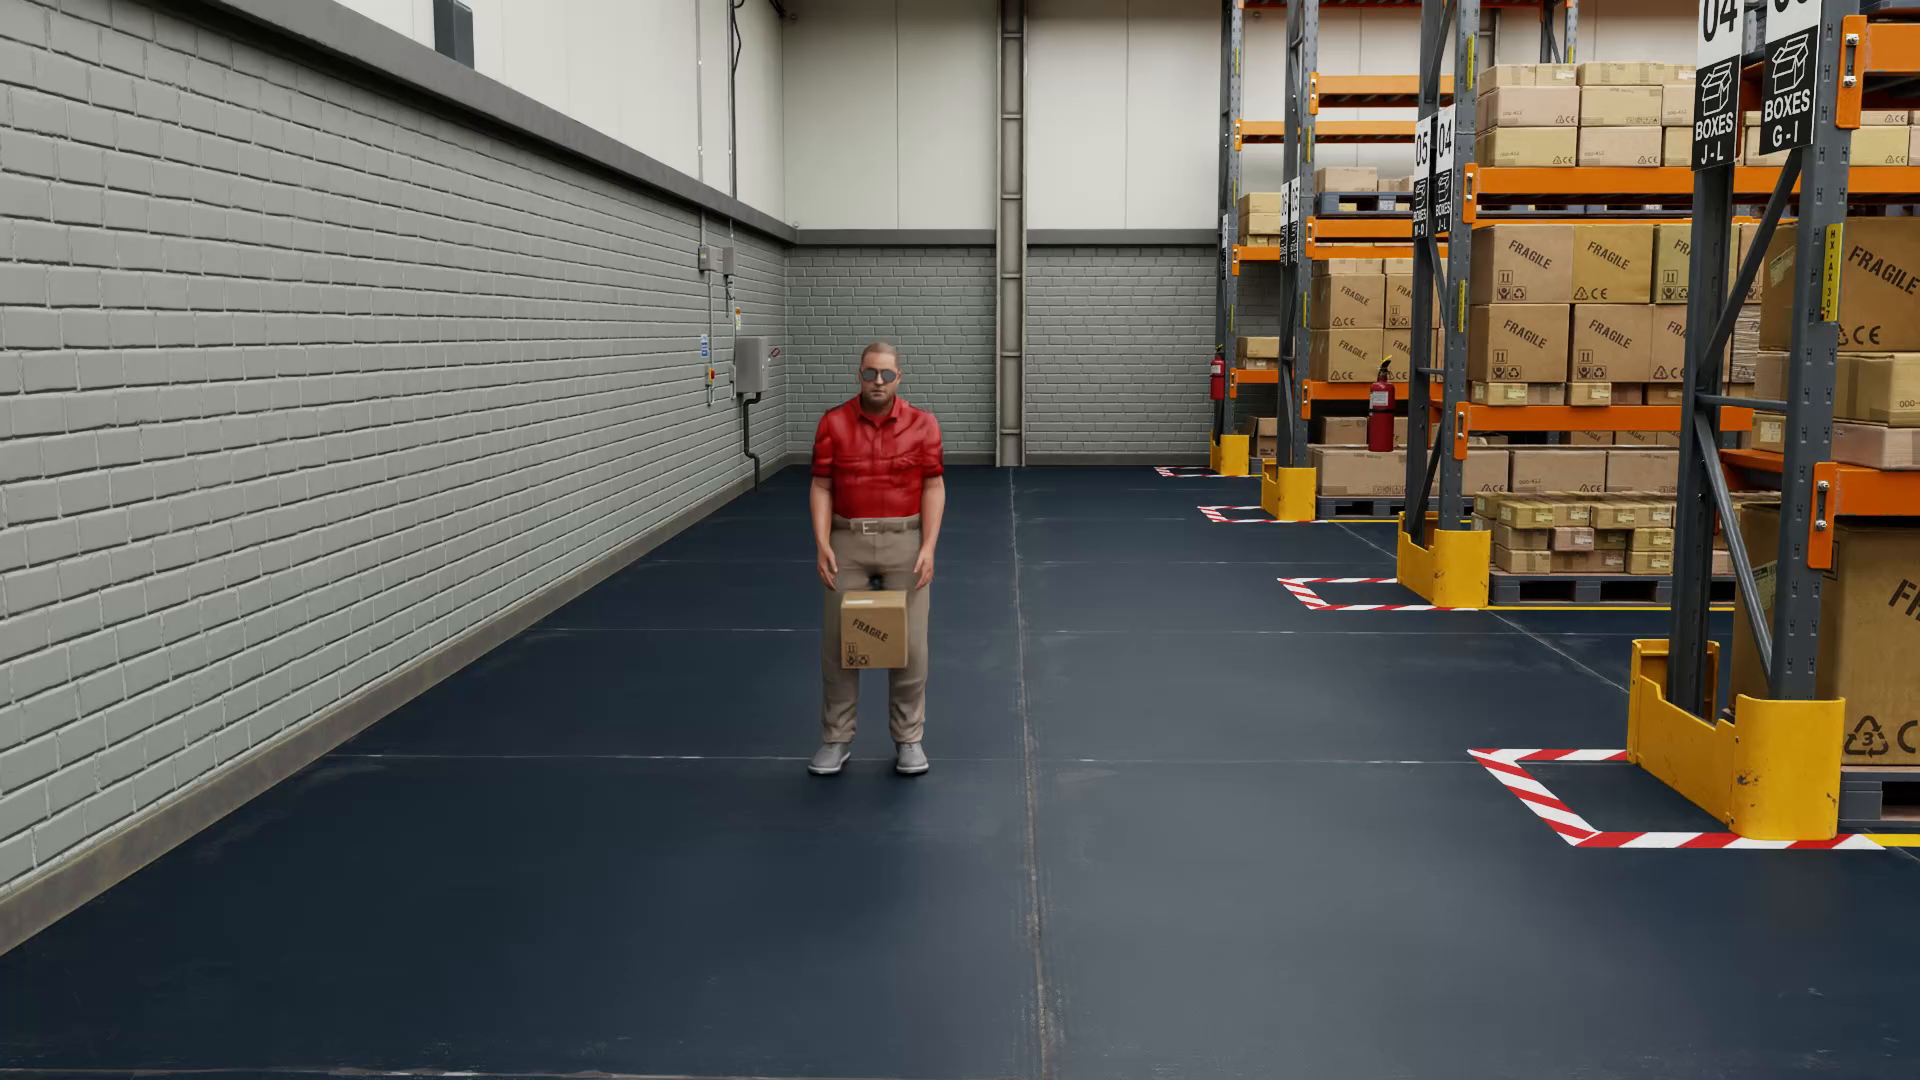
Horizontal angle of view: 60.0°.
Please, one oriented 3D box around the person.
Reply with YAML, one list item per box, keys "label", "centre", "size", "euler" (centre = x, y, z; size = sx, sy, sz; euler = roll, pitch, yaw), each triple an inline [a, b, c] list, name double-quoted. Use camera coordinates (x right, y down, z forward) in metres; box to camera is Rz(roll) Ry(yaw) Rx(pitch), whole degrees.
- label: "person"
  centre: [-0.337, 0.069, 6.756]
  size: [0.554, 1.732, 0.393]
  euler: [0, 7, 0]
